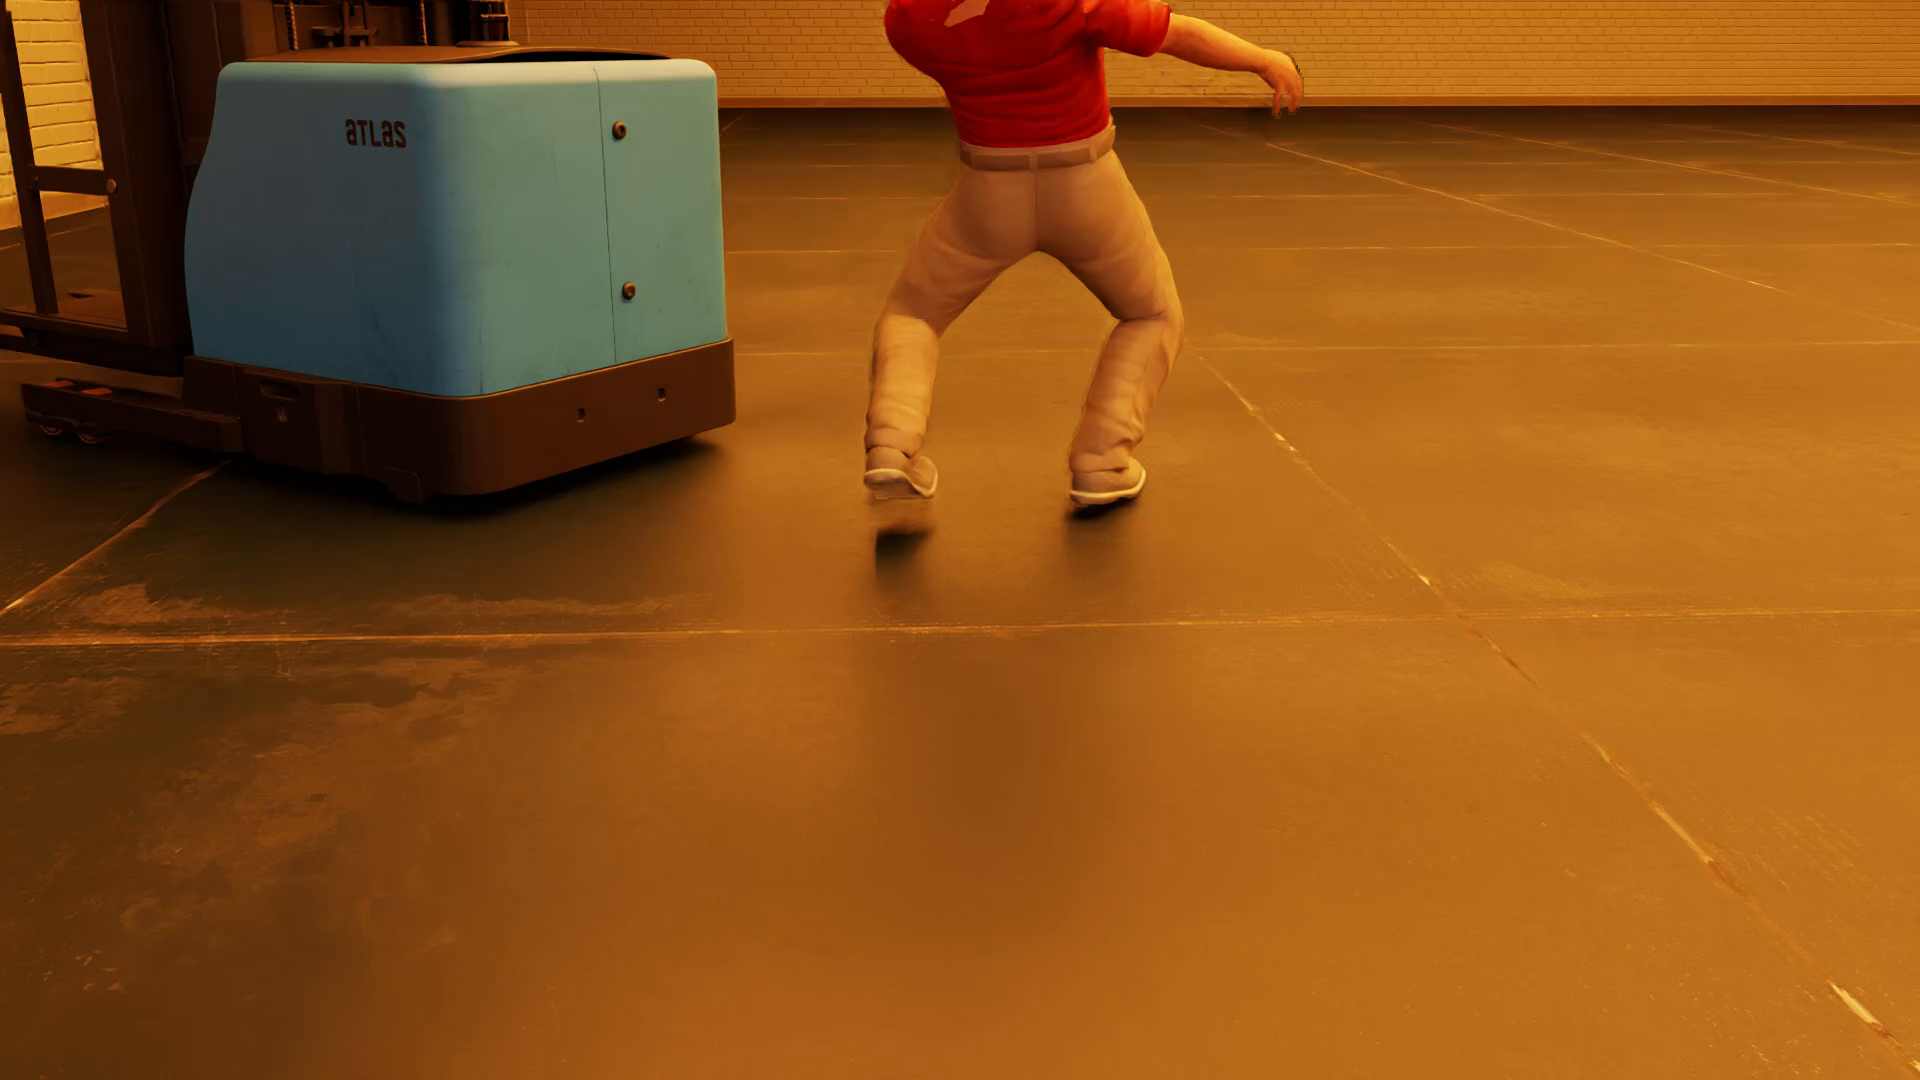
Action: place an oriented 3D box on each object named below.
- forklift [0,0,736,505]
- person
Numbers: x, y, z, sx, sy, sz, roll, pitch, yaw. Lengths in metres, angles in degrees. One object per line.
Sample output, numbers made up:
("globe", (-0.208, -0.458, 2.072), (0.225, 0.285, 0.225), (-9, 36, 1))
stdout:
("forklift", (-2.165, -1.796, 4.777), (3.031, 2.935, 1.130), (11, 20, 31))
("person", (0.298, -0.825, 4.013), (1.035, 1.492, 0.754), (1, 17, 4))
